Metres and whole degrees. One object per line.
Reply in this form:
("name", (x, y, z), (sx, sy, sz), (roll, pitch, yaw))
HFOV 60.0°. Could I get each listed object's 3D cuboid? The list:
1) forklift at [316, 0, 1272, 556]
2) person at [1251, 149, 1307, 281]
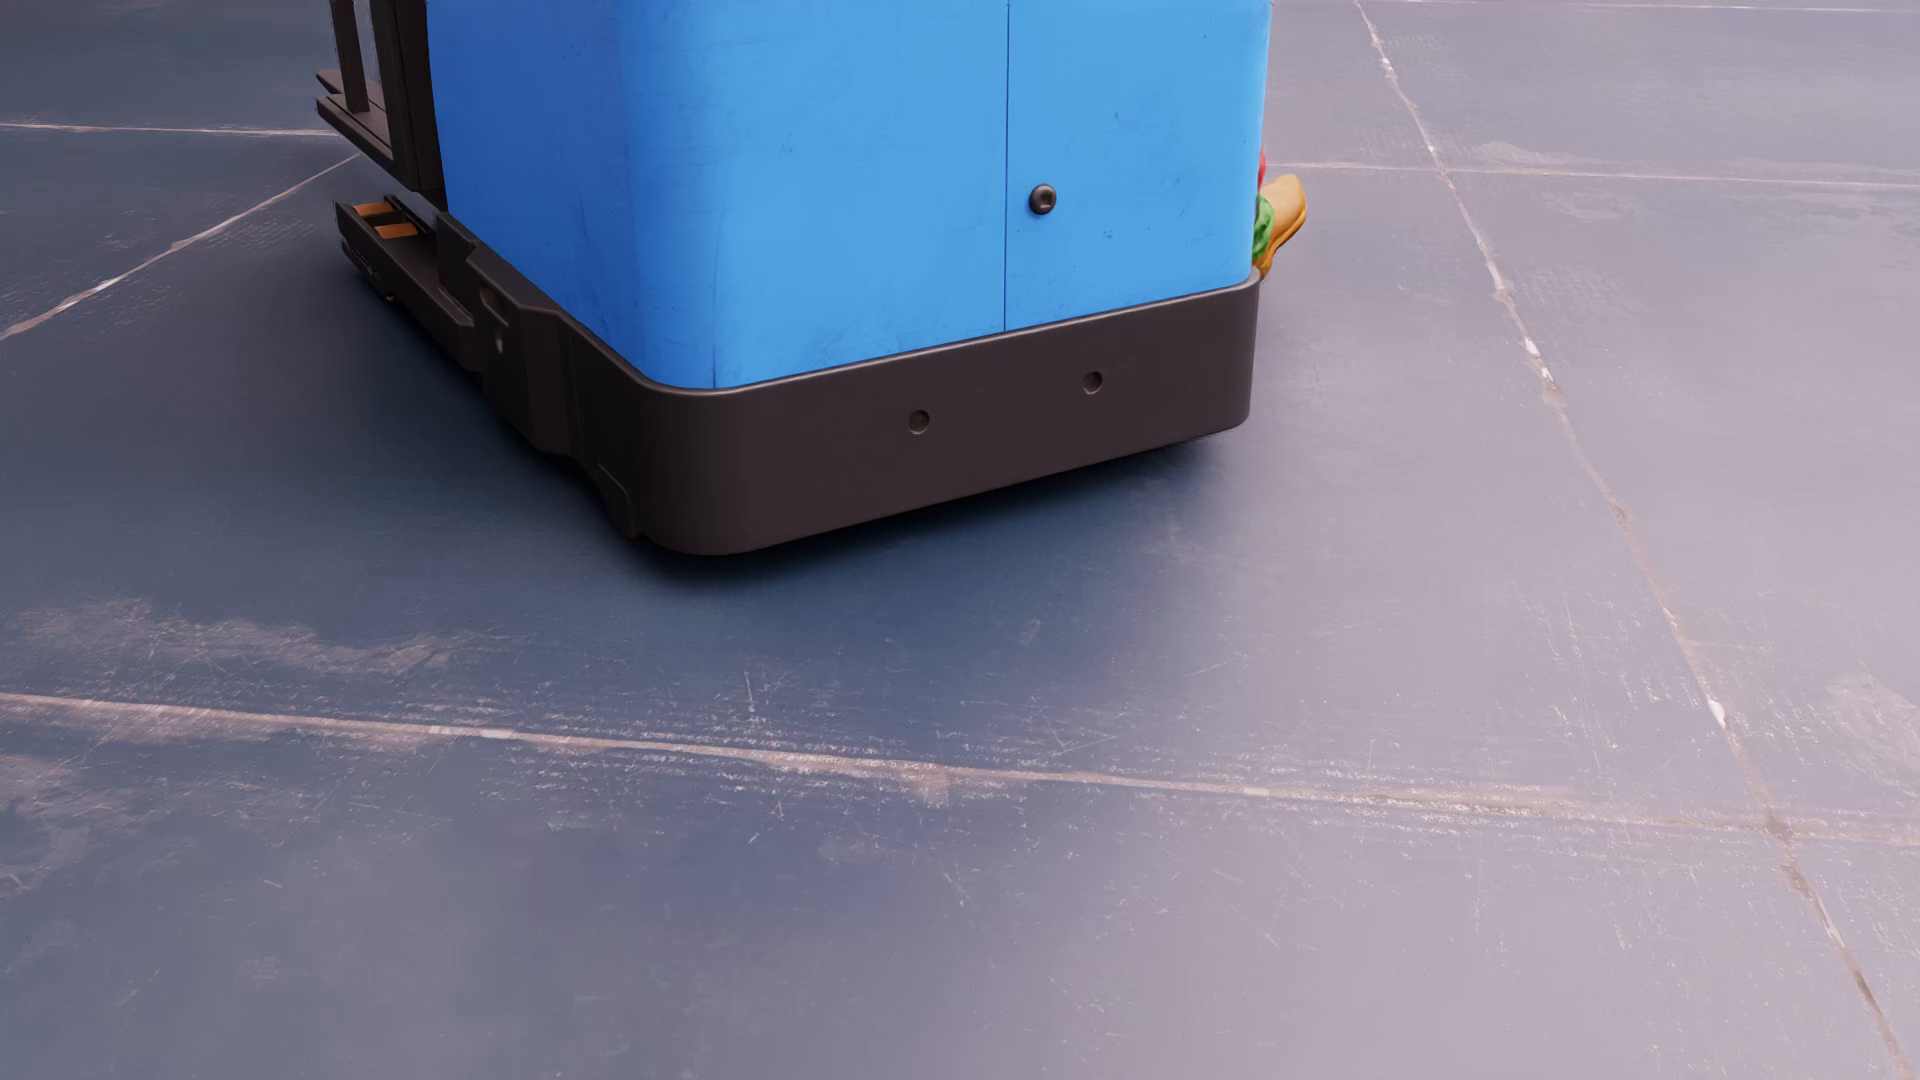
("forklift", (-0.708, -1.907, 3.039), (1.130, 2.935, 3.031), (-15, 30, -27))
("person", (0.370, -1.195, 3.010), (0.718, 1.756, 0.980), (14, 30, 25))
